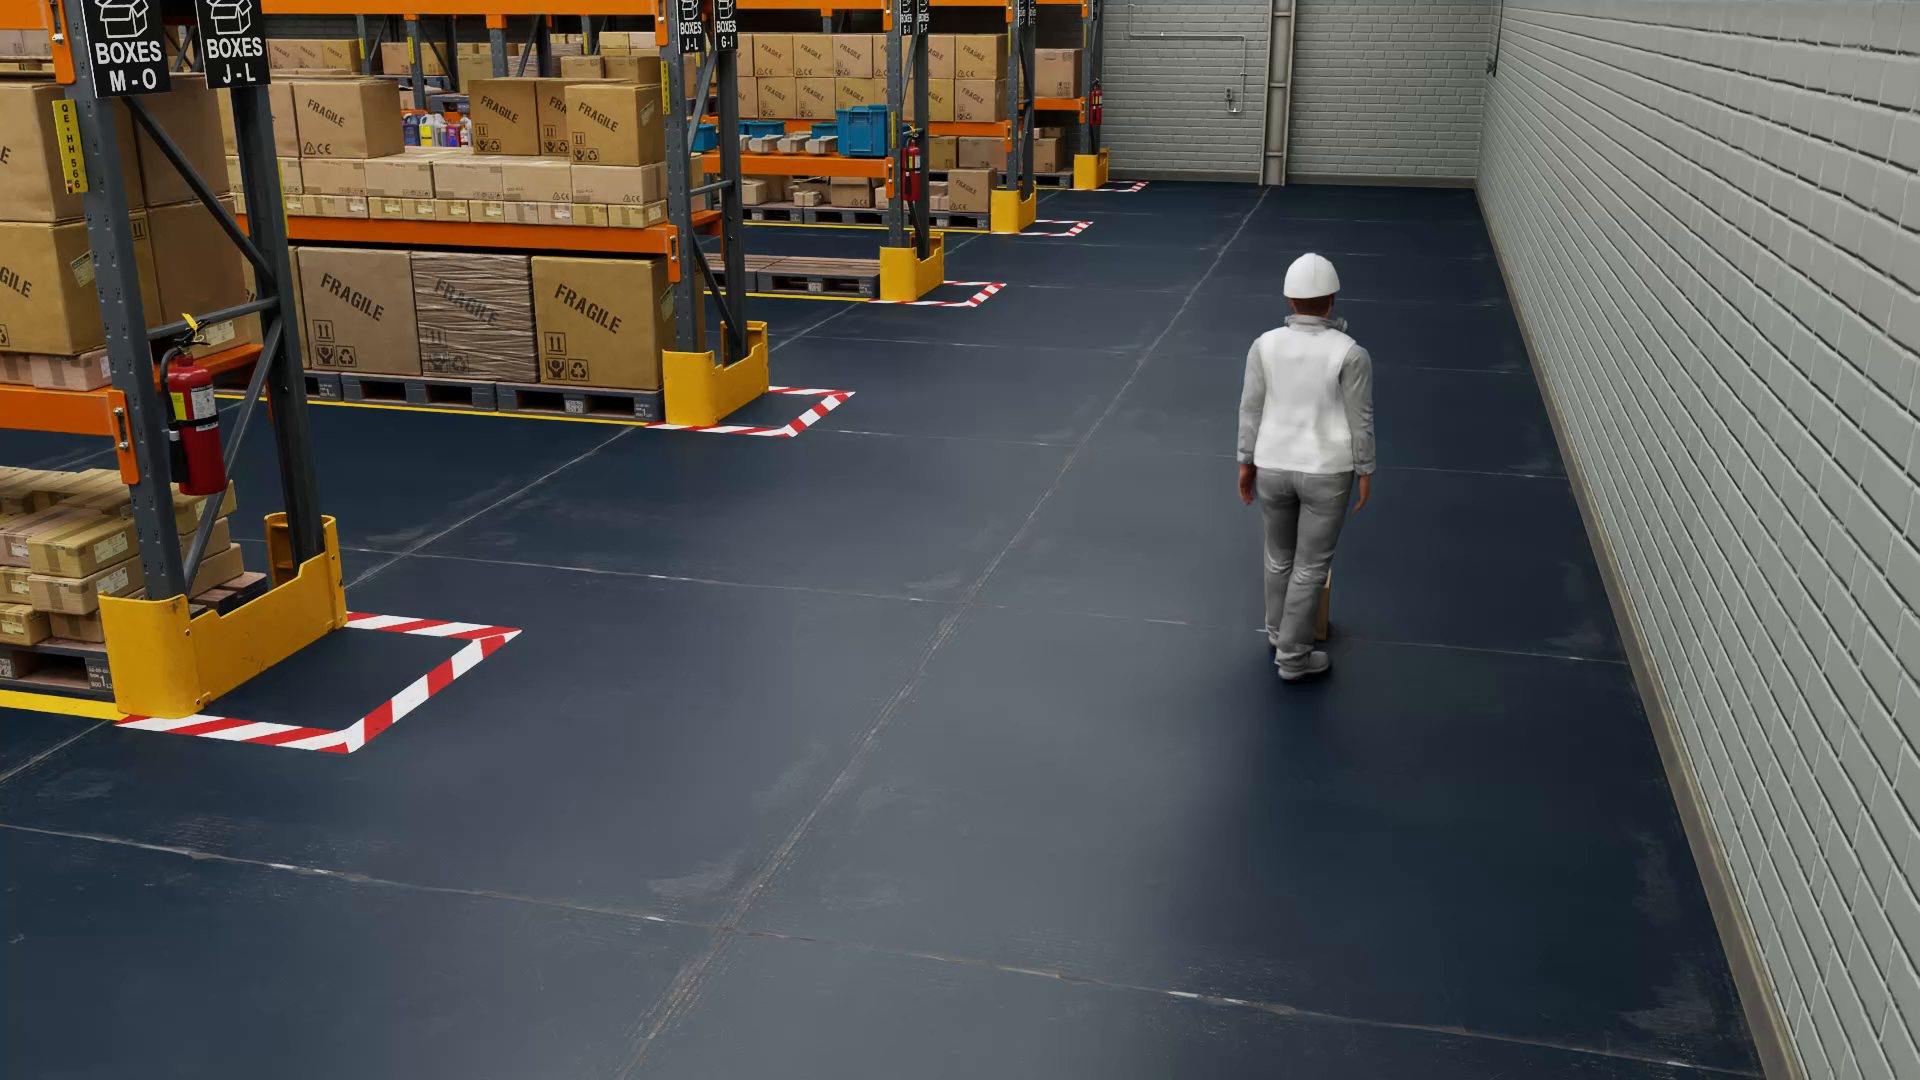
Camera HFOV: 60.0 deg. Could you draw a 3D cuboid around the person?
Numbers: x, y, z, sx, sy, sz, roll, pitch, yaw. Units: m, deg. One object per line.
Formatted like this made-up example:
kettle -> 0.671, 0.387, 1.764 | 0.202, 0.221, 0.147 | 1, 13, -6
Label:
person -> 1.495, -0.328, 6.976 | 0.561, 1.769, 0.645 | 11, 21, 31
